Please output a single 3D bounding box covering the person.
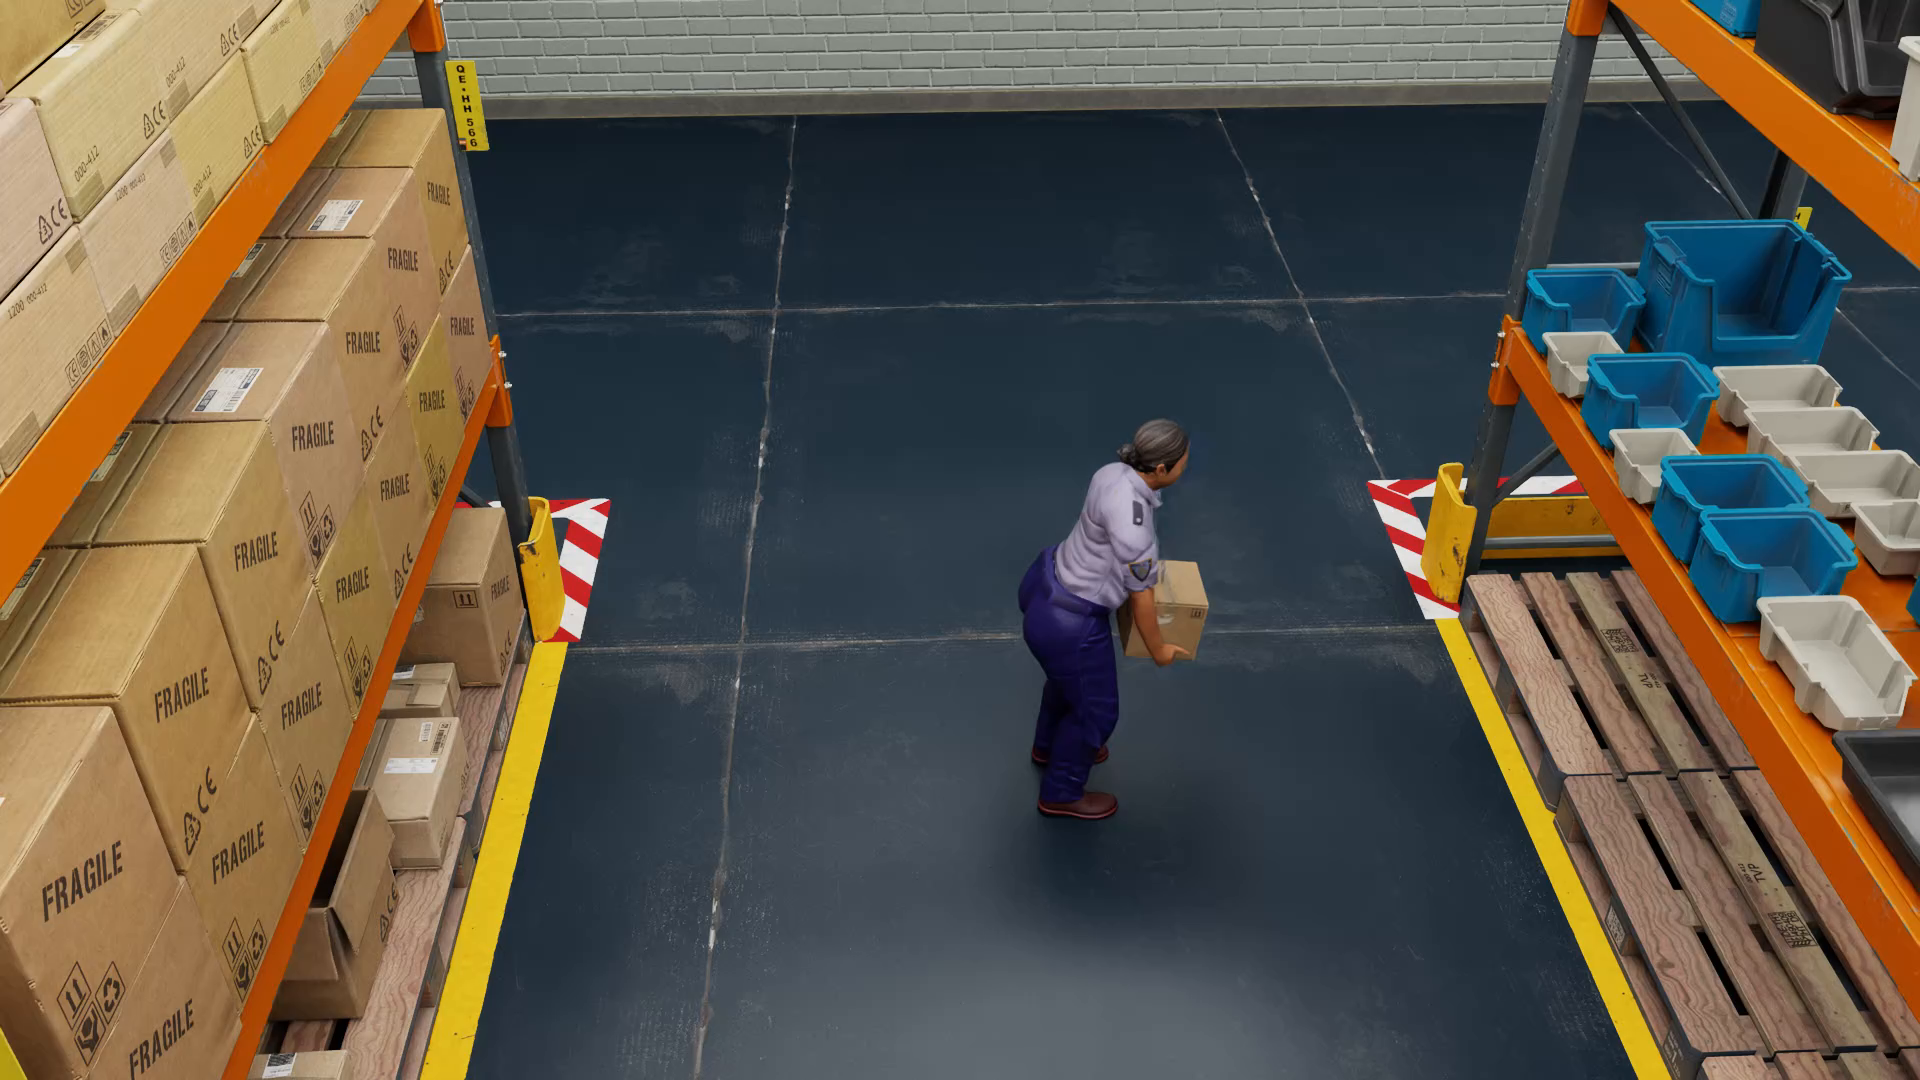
[{"bbox_3d":[0.499,0.274,5.841,0.581,1.580,0.439,-2,36,-3],"label":"person"}]
